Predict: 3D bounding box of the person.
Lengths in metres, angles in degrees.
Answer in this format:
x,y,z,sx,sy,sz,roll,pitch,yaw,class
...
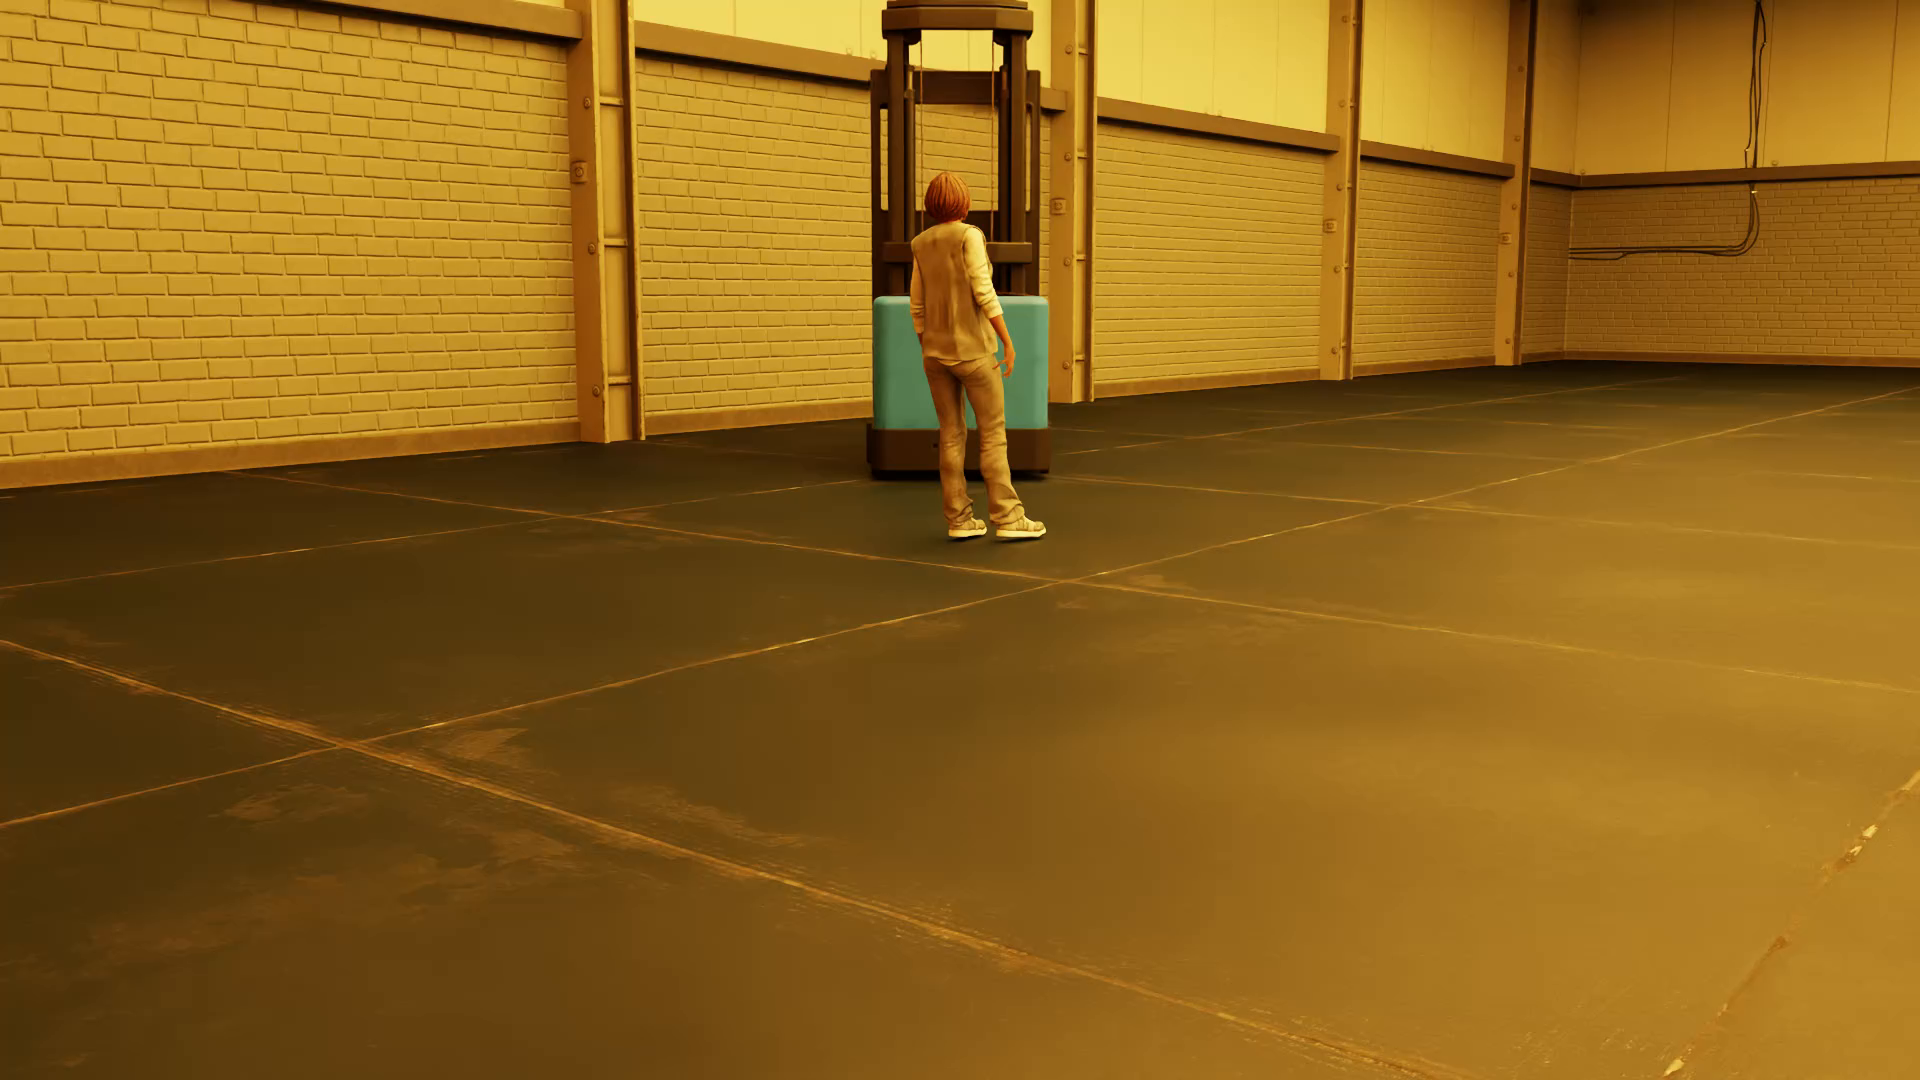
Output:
x,y,z,sx,sy,sz,roll,pitch,yaw,class
0.058,-0.804,7.337,0.521,1.599,0.473,7,11,38,person

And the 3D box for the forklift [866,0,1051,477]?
x,y,z,sx,sy,sz,roll,pitch,yaw,class
-0.036,-2.004,10.976,1.130,2.935,3.031,0,8,-2,forklift
